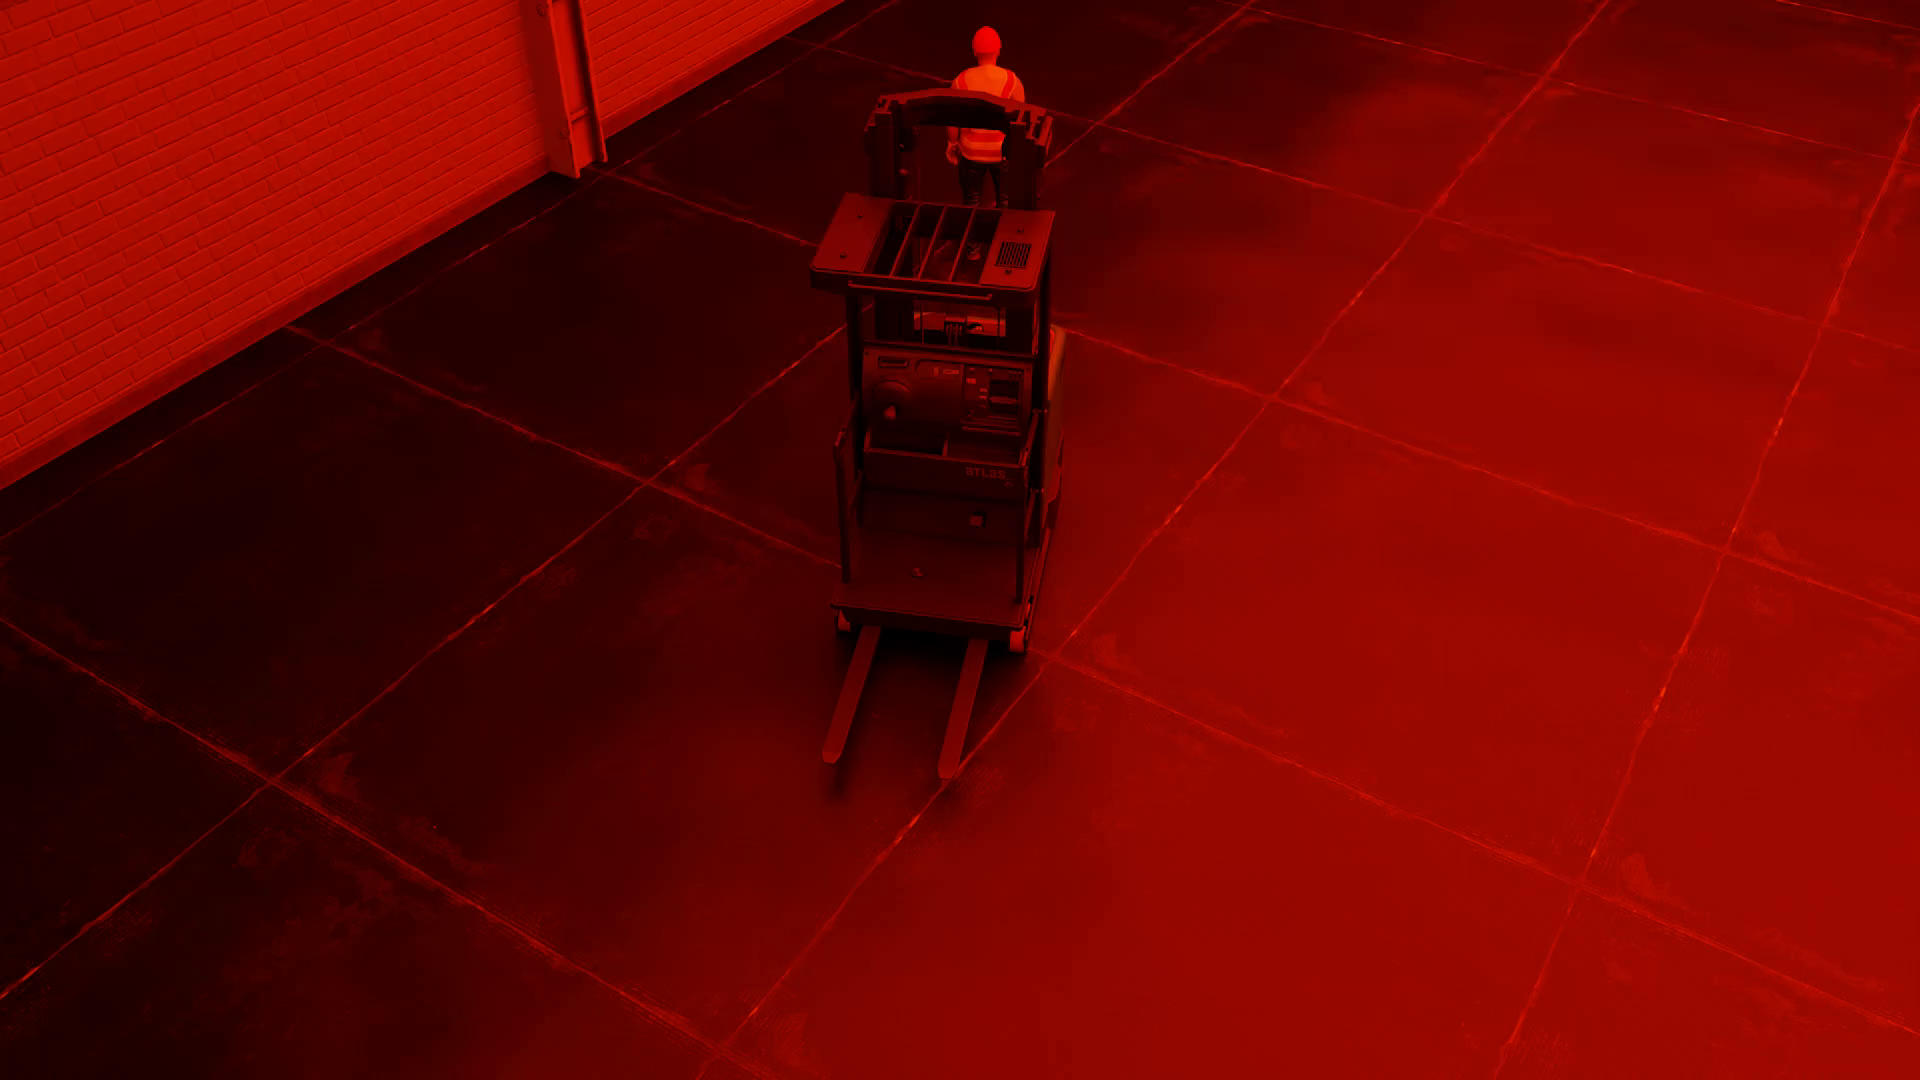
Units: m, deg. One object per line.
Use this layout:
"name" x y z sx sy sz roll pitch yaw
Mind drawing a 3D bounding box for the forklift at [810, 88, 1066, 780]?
"forklift" -0.108 -0.731 8.830 1.130 2.935 3.031 7 41 8

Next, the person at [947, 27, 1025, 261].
"person" 0.207 -2.896 12.278 0.612 1.779 0.455 3 40 3
